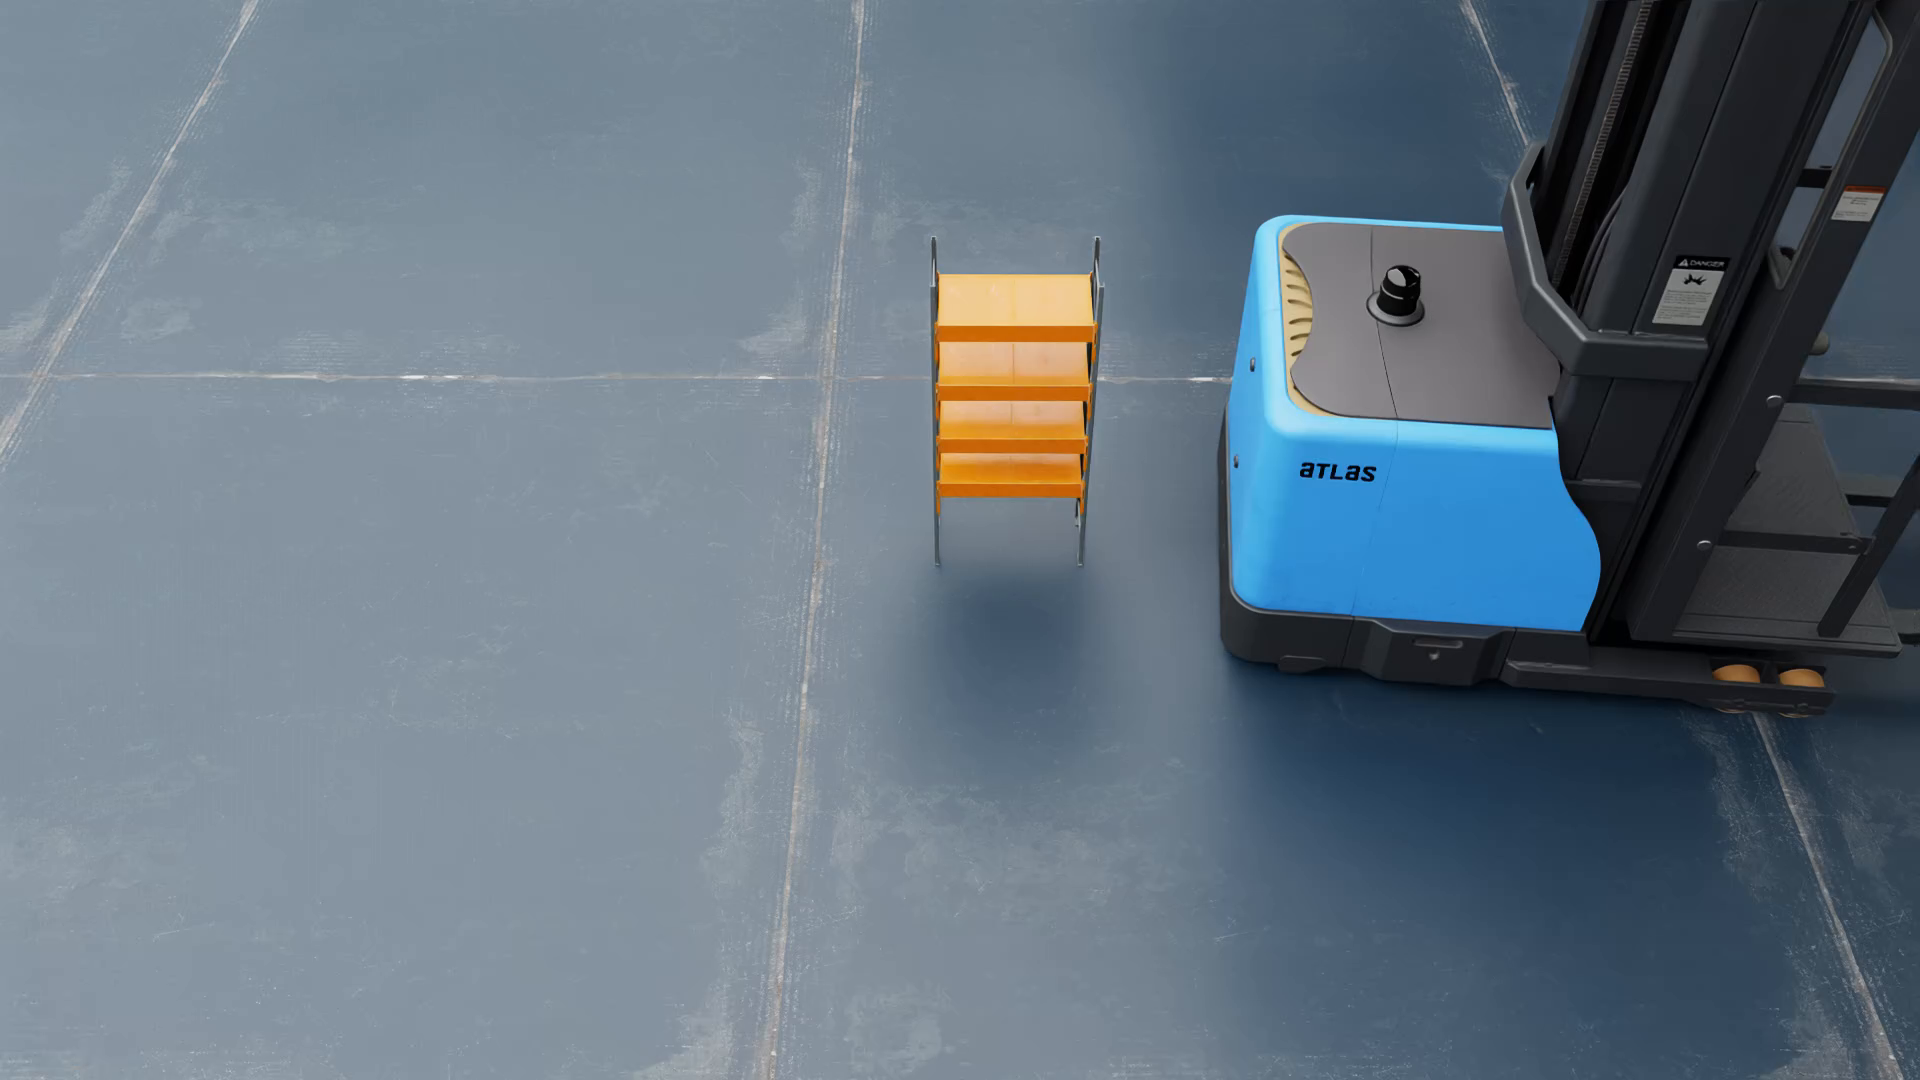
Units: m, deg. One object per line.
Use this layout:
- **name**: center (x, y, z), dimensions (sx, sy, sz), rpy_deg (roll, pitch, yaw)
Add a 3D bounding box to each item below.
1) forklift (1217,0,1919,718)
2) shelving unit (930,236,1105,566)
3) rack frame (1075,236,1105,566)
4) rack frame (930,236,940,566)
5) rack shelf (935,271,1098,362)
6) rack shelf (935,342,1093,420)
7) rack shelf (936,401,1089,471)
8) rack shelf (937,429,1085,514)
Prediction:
- **forklift**: center (2.389, -0.850, 4.539), dimensions (3.031, 2.935, 1.130), rpy_deg (4, 47, 4)
- **shelving unit**: center (0.166, -0.408, 5.310), dimensions (0.503, 1.200, 0.258), rpy_deg (0, 47, 0)
- **rack frame**: center (0.410, -0.408, 5.310), dimensions (0.015, 1.200, 0.240), rpy_deg (0, 47, 0)
- **rack frame**: center (-0.078, -0.409, 5.311), dimensions (0.015, 1.200, 0.240), rpy_deg (0, 47, 0)
- **rack shelf**: center (0.166, -0.676, 5.023), dimensions (0.480, 0.148, 0.258), rpy_deg (0, 47, 0)
- **rack shelf**: center (0.166, -0.515, 5.196), dimensions (0.480, 0.148, 0.258), rpy_deg (0, 47, 0)
- **rack shelf**: center (0.166, -0.362, 5.360), dimensions (0.480, 0.148, 0.258), rpy_deg (0, 47, 0)
- **rack shelf**: center (0.166, -0.227, 5.505), dimensions (0.480, 0.148, 0.258), rpy_deg (0, 47, 0)
